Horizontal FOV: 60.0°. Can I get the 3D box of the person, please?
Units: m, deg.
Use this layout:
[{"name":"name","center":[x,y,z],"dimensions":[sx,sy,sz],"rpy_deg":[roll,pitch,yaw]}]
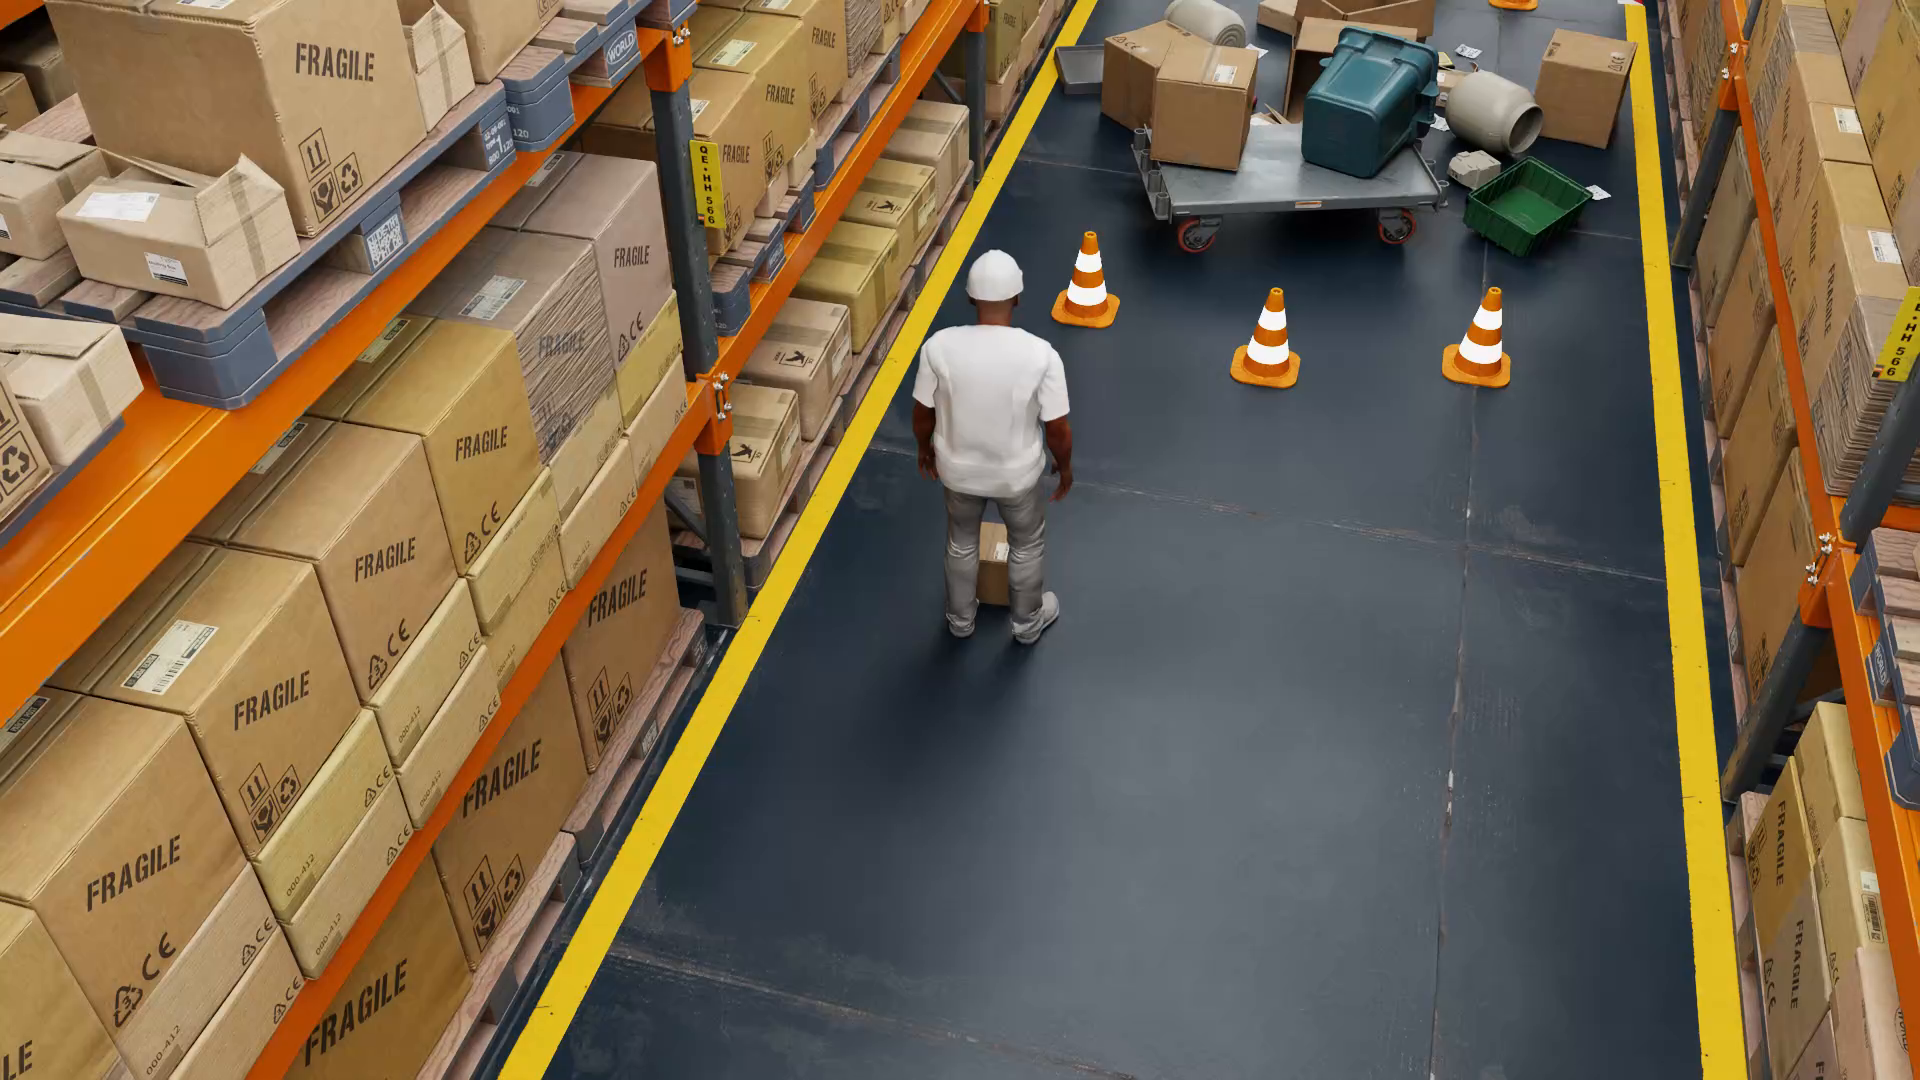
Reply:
[{"name":"person","center":[0.132,-0.318,6.513],"dimensions":[0.628,1.761,0.458],"rpy_deg":[8,41,9]}]
